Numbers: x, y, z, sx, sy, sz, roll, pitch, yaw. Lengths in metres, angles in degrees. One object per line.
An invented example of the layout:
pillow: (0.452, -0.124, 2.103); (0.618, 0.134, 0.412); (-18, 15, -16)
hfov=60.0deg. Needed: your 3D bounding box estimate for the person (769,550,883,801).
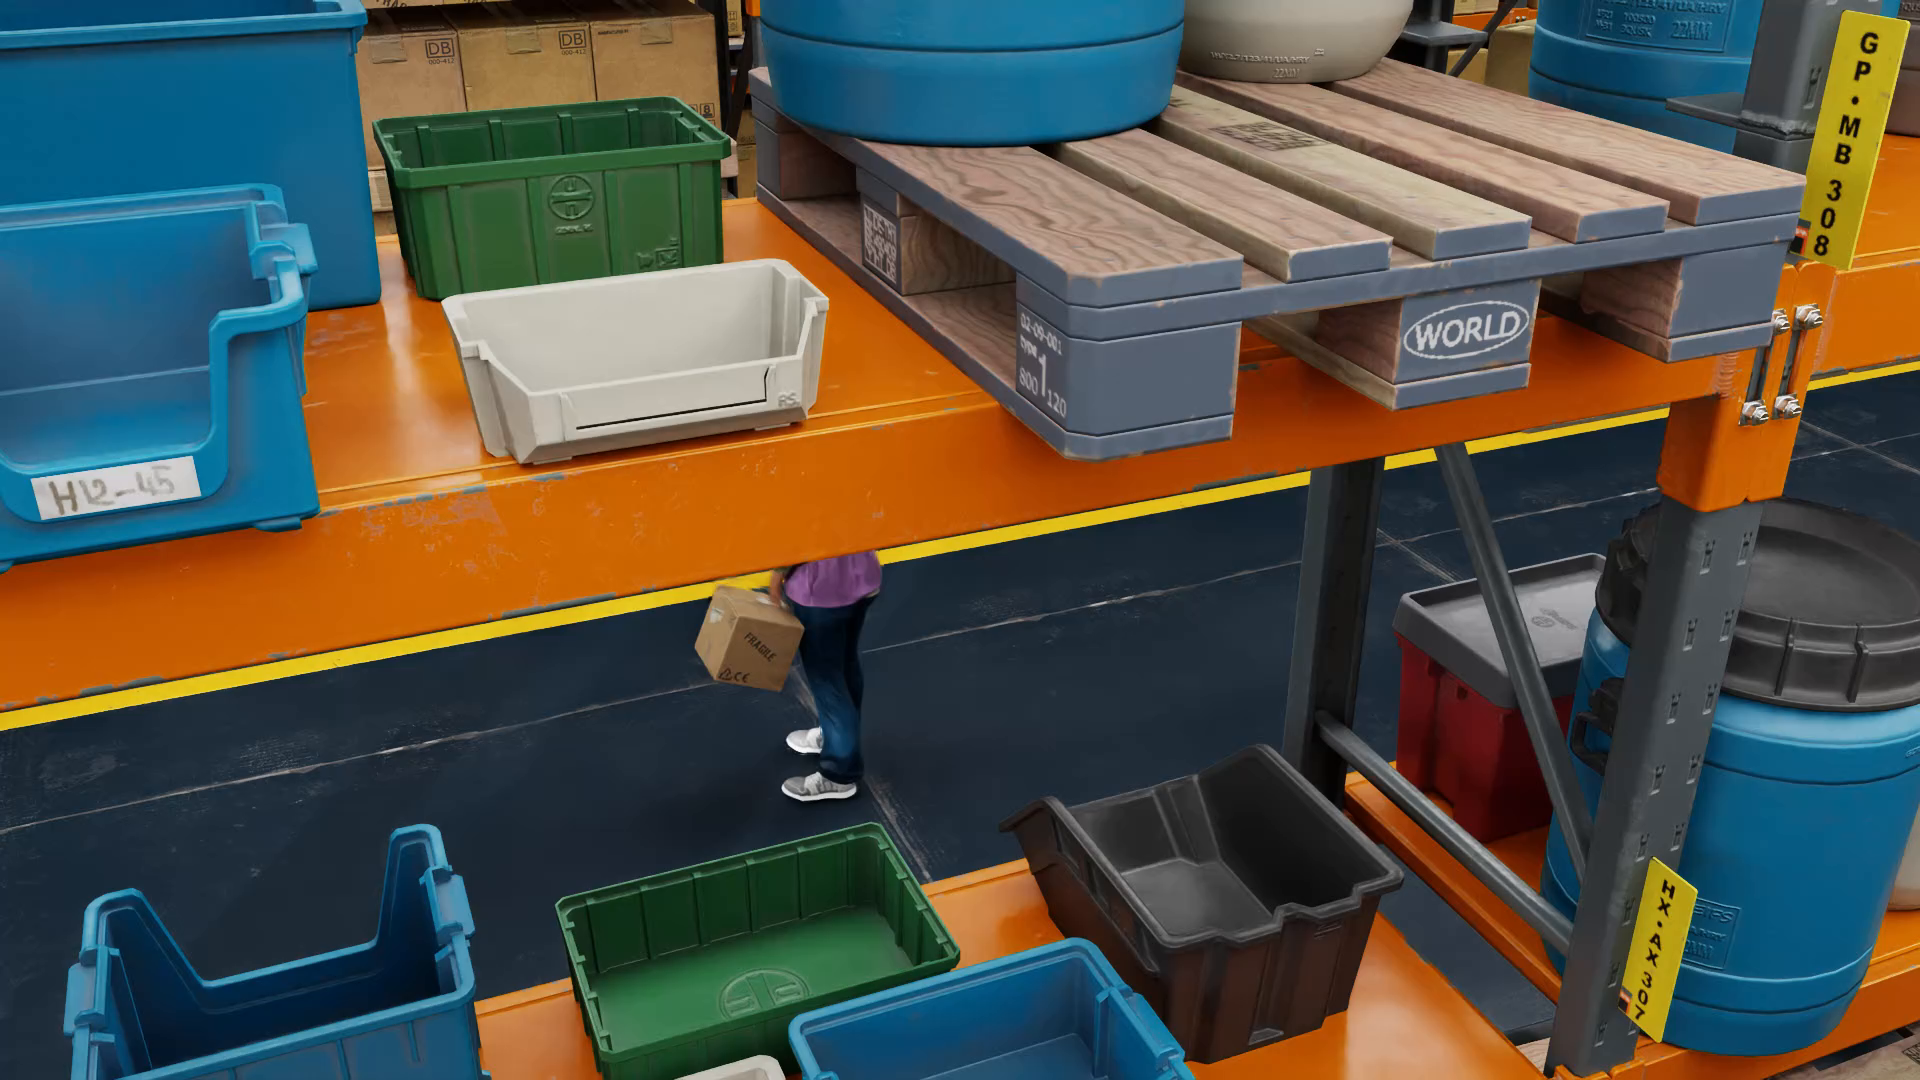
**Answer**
person: (-0.509, 0.165, 5.775); (0.463, 1.588, 0.433); (16, 31, 30)
